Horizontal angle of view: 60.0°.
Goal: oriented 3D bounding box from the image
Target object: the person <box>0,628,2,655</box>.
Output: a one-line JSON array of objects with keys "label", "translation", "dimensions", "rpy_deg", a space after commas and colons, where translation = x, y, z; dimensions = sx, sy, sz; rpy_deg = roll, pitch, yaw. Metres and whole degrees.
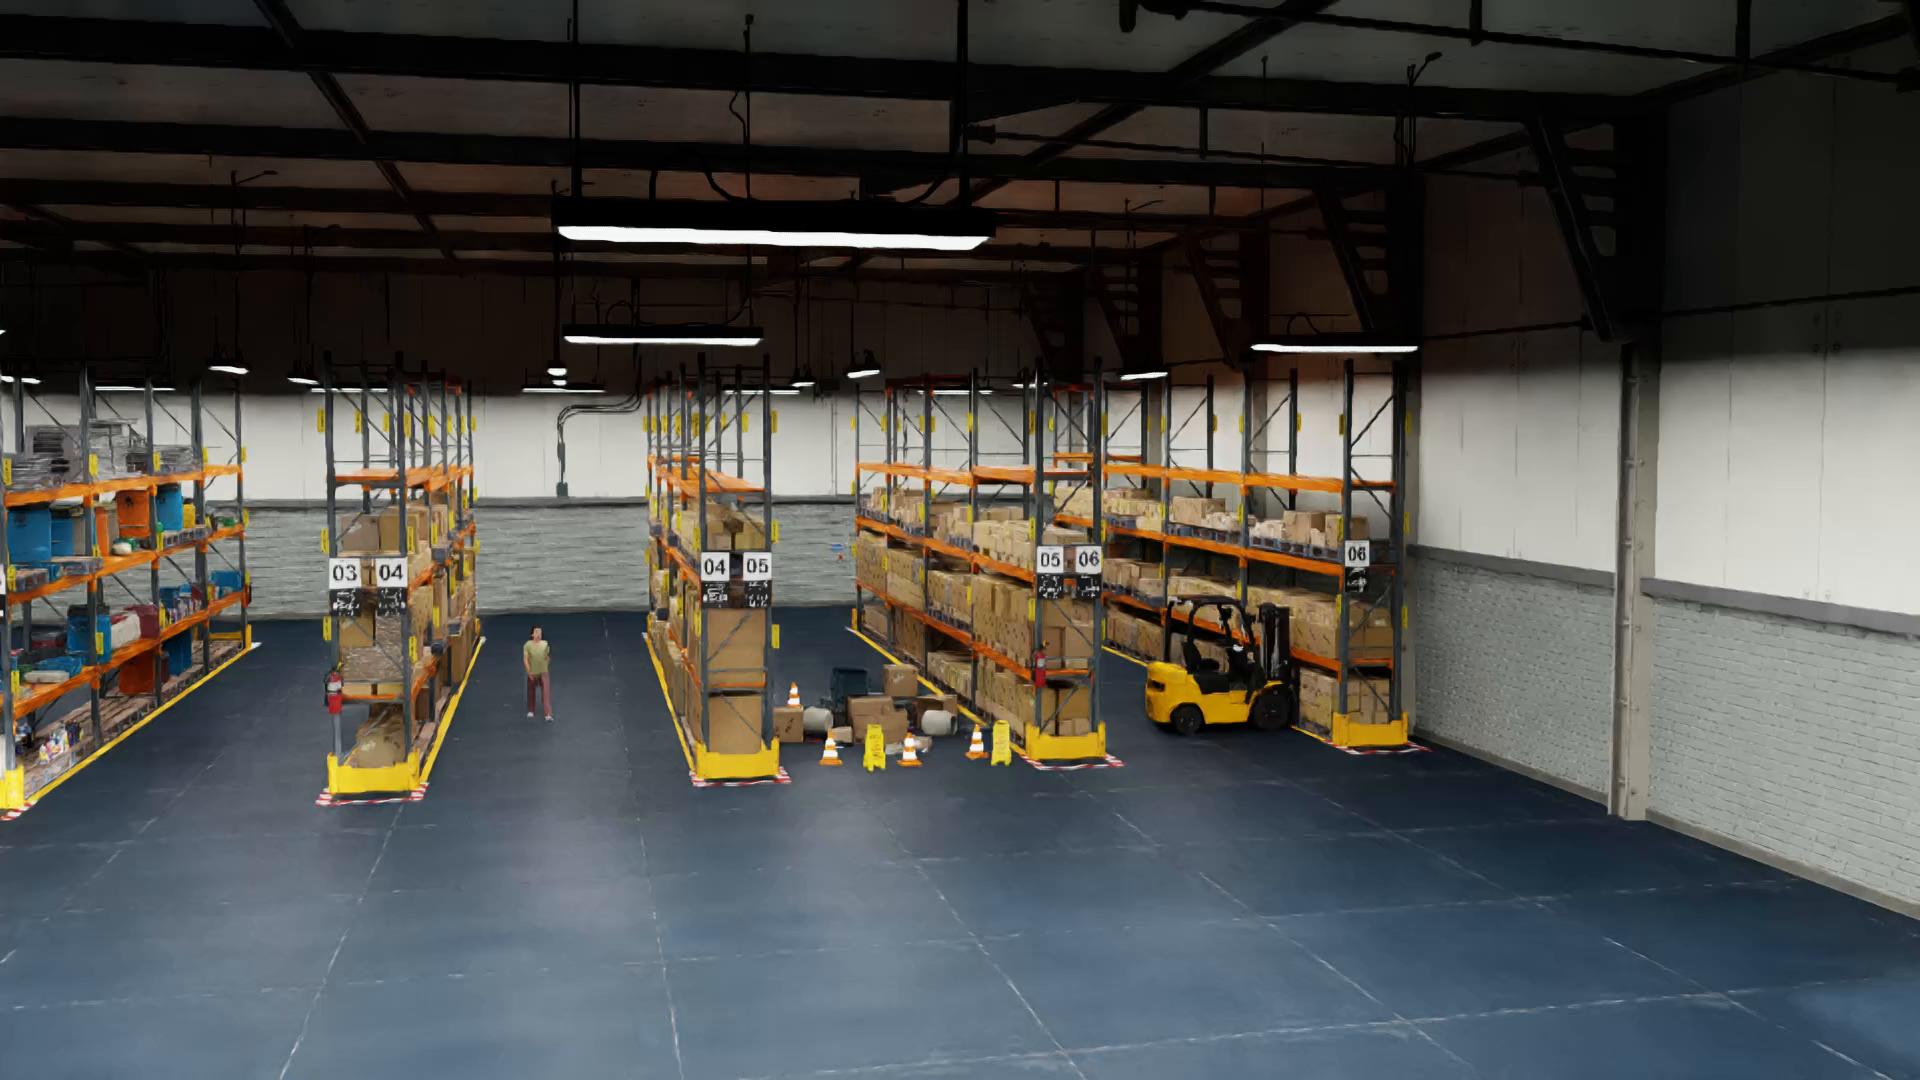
[{"label": "person", "translation": [-18.922, 1.936, 32.609], "dimensions": [0.461, 1.583, 0.990], "rpy_deg": [-1, 4, -14]}]

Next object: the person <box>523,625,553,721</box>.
[{"label": "person", "translation": [-7.147, 2.233, 28.075], "dimensions": [0.446, 1.604, 1.016], "rpy_deg": [-2, 4, -21]}]
